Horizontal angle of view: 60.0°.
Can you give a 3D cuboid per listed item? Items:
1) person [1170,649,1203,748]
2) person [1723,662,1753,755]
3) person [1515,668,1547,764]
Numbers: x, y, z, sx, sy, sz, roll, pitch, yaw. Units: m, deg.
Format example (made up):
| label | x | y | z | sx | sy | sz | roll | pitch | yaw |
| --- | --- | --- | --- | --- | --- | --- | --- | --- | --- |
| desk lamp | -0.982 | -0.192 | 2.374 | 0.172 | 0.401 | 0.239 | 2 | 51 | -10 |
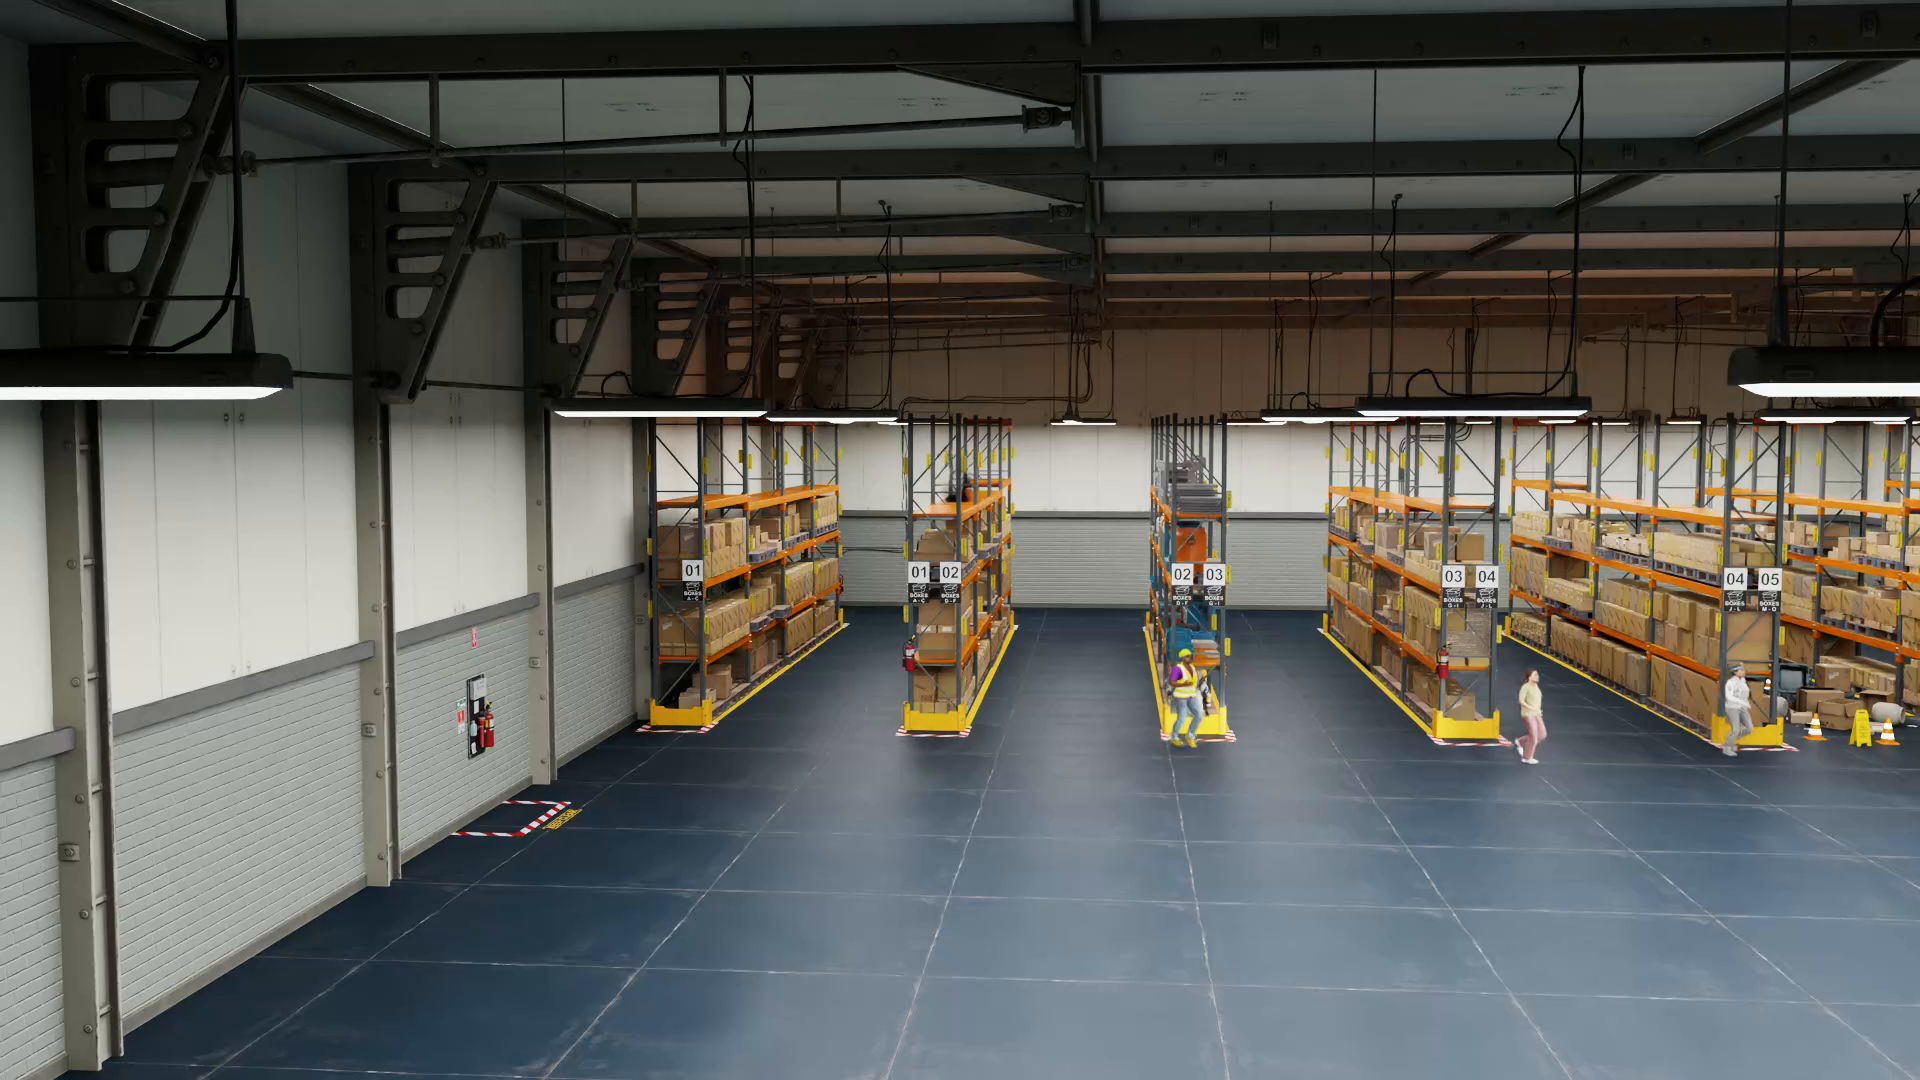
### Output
| label | x | y | z | sx | sy | sz | roll | pitch | yaw |
| --- | --- | --- | --- | --- | --- | --- | --- | --- | --- |
| person | 4.052 | 2.852 | 29.755 | 0.698 | 1.810 | 0.655 | -3 | 5 | -34 |
| person | 13.580 | 2.940 | 28.932 | 0.653 | 1.652 | 0.563 | -2 | 4 | -29 |
| person | 9.737 | 2.994 | 28.415 | 0.620 | 1.626 | 0.575 | -3 | 5 | -42 |
